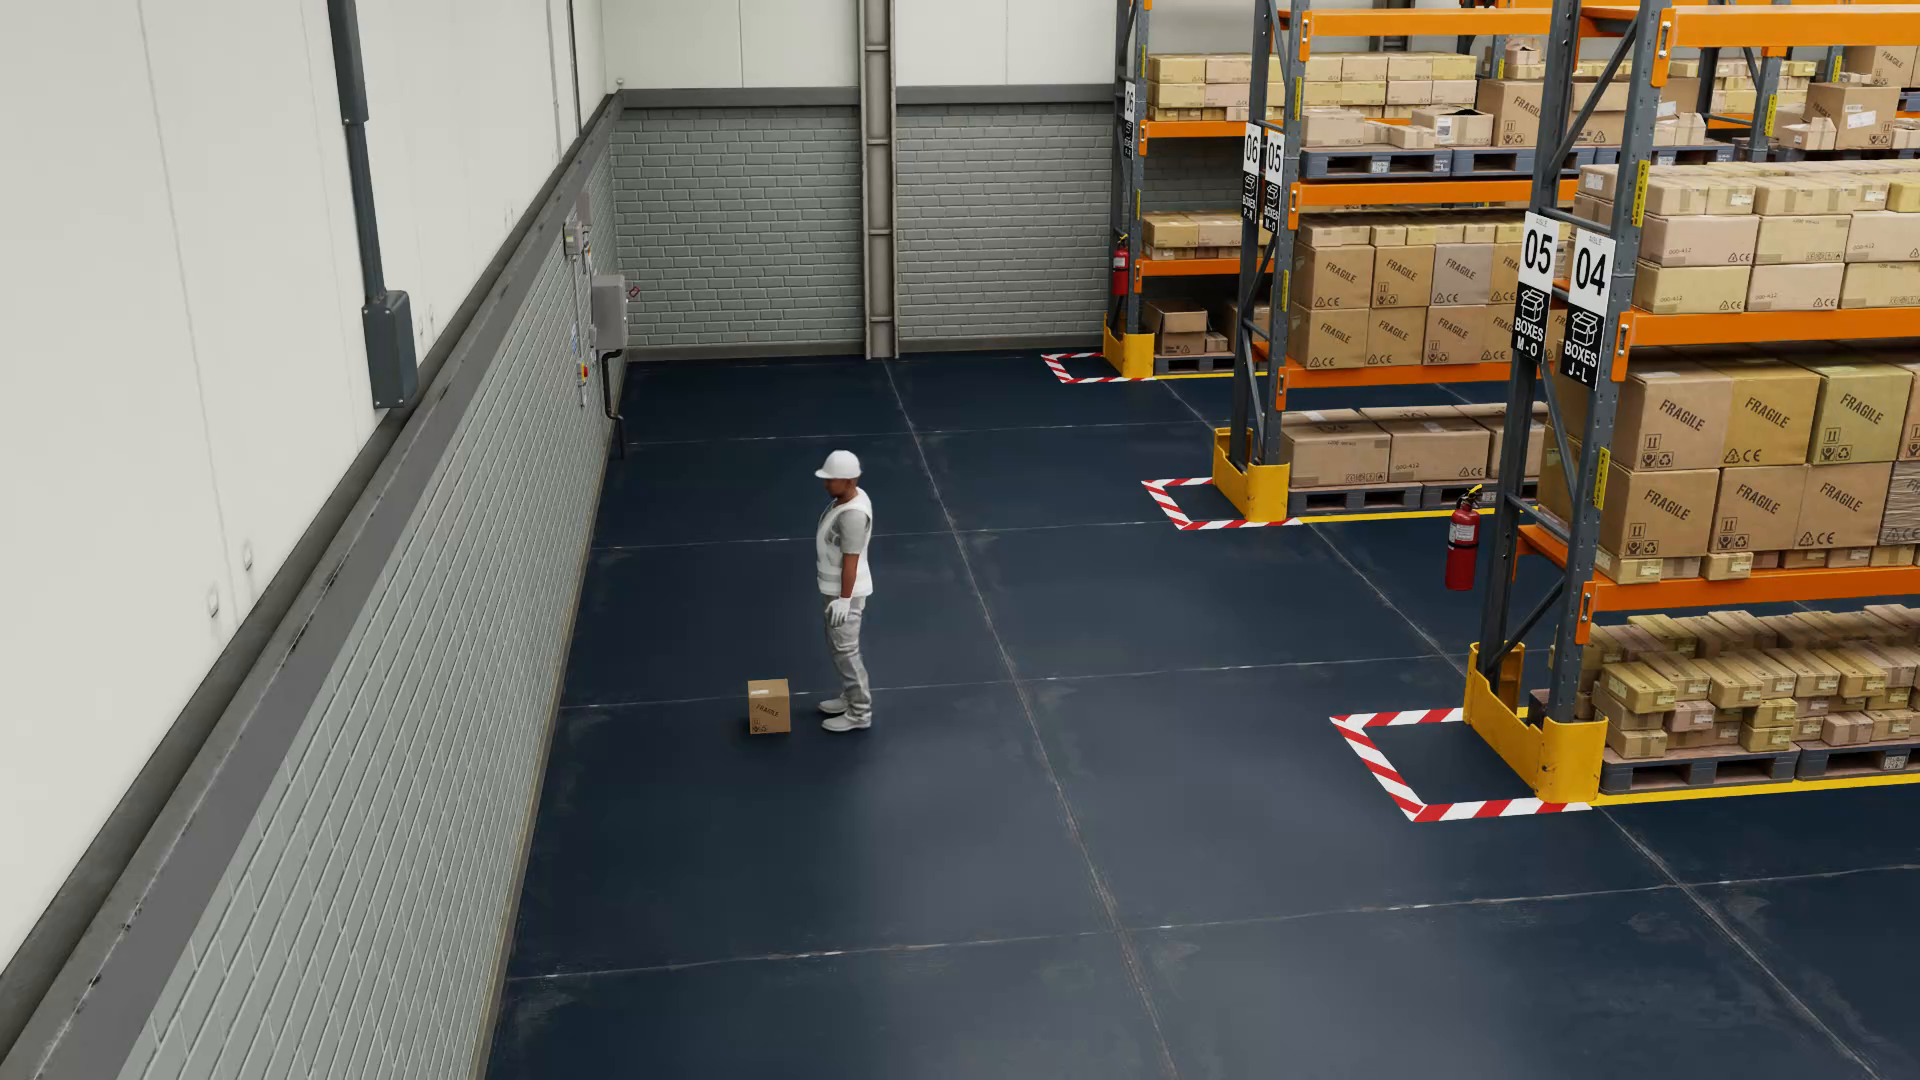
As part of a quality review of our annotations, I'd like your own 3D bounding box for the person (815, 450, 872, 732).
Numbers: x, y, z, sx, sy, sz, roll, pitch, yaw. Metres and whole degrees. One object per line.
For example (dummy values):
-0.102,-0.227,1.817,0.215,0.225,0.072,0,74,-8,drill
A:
-0.707,0.305,10.204,0.362,1.777,0.548,-2,20,-7,person
